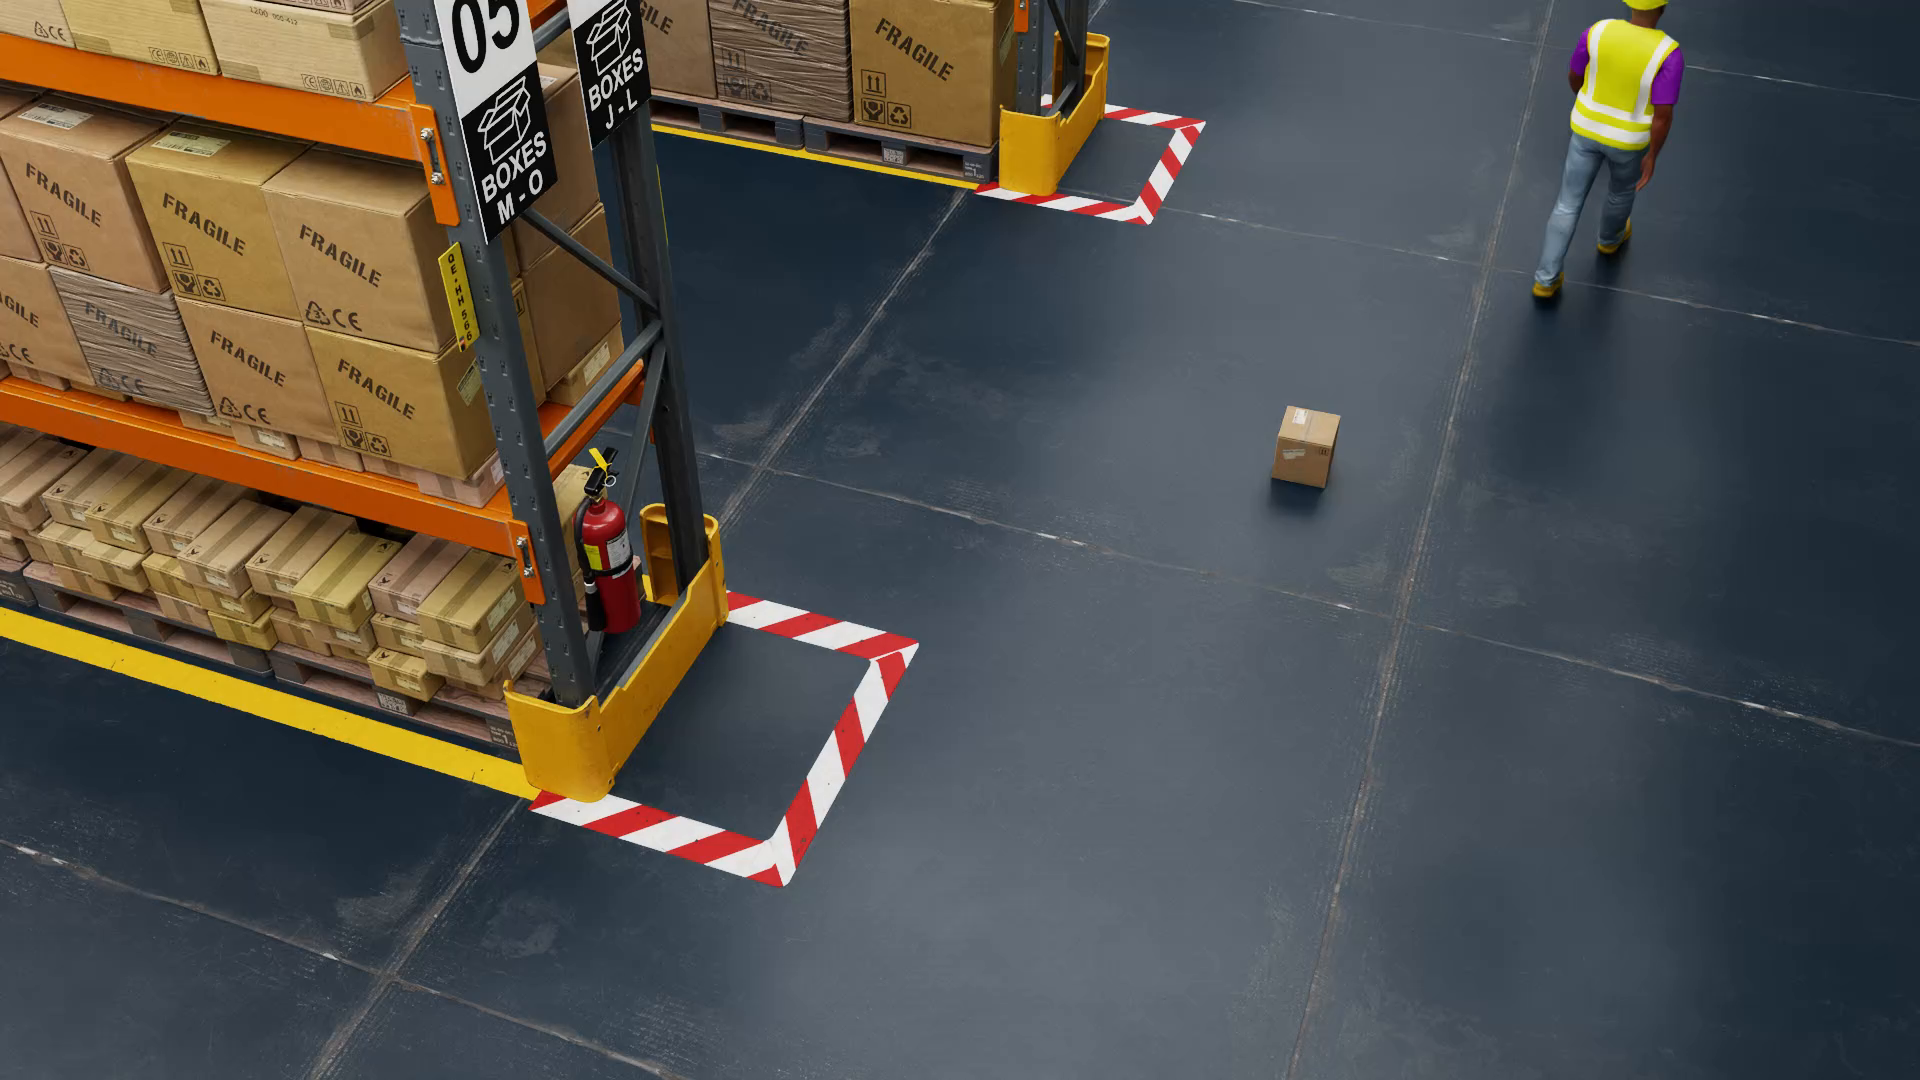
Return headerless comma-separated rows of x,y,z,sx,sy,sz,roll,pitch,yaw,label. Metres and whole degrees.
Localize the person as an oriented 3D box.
3.397,-2.154,8.605,0.588,1.718,1.033,23,46,24,person
